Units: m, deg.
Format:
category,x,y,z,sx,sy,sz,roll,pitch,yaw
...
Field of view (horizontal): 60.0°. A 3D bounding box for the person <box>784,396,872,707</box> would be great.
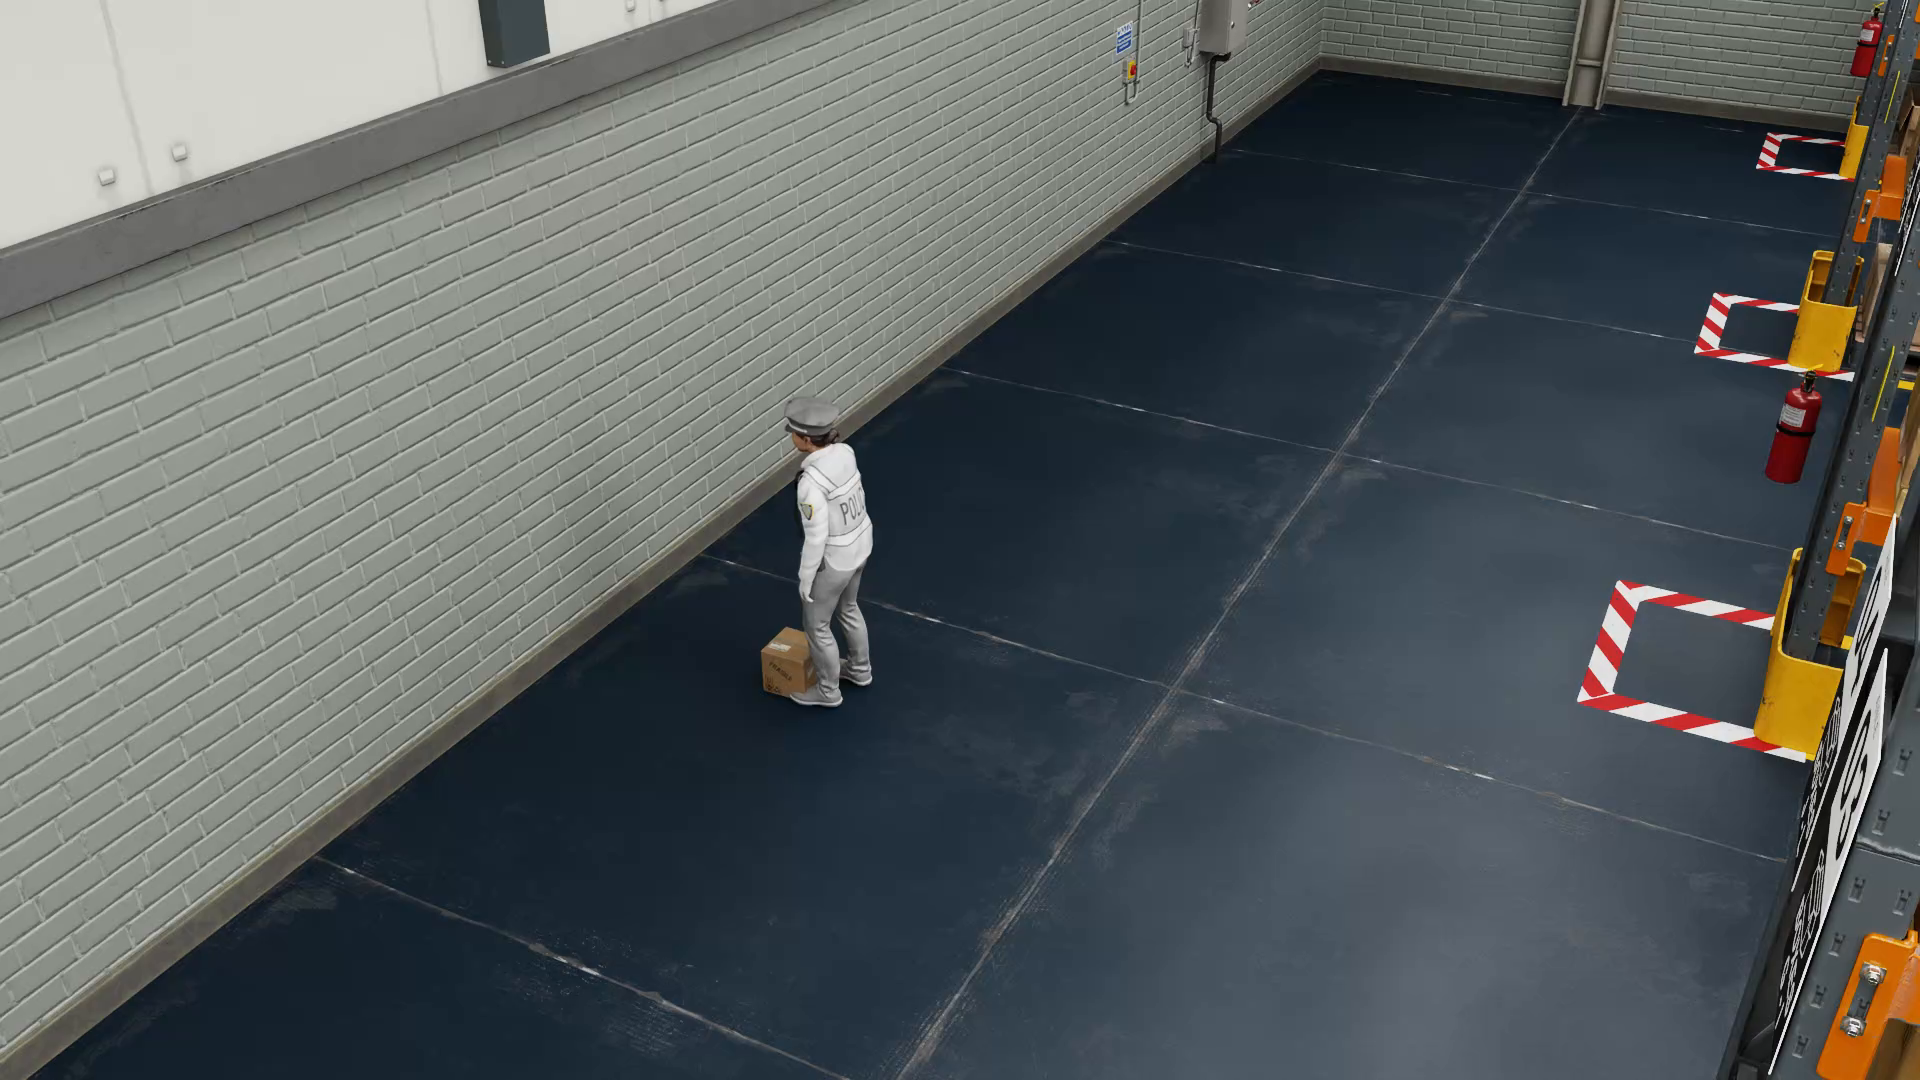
category,x,y,z,sx,sy,sz,roll,pitch,yaw
person,-0.651,0.084,8.137,0.415,1.663,0.545,12,32,20
